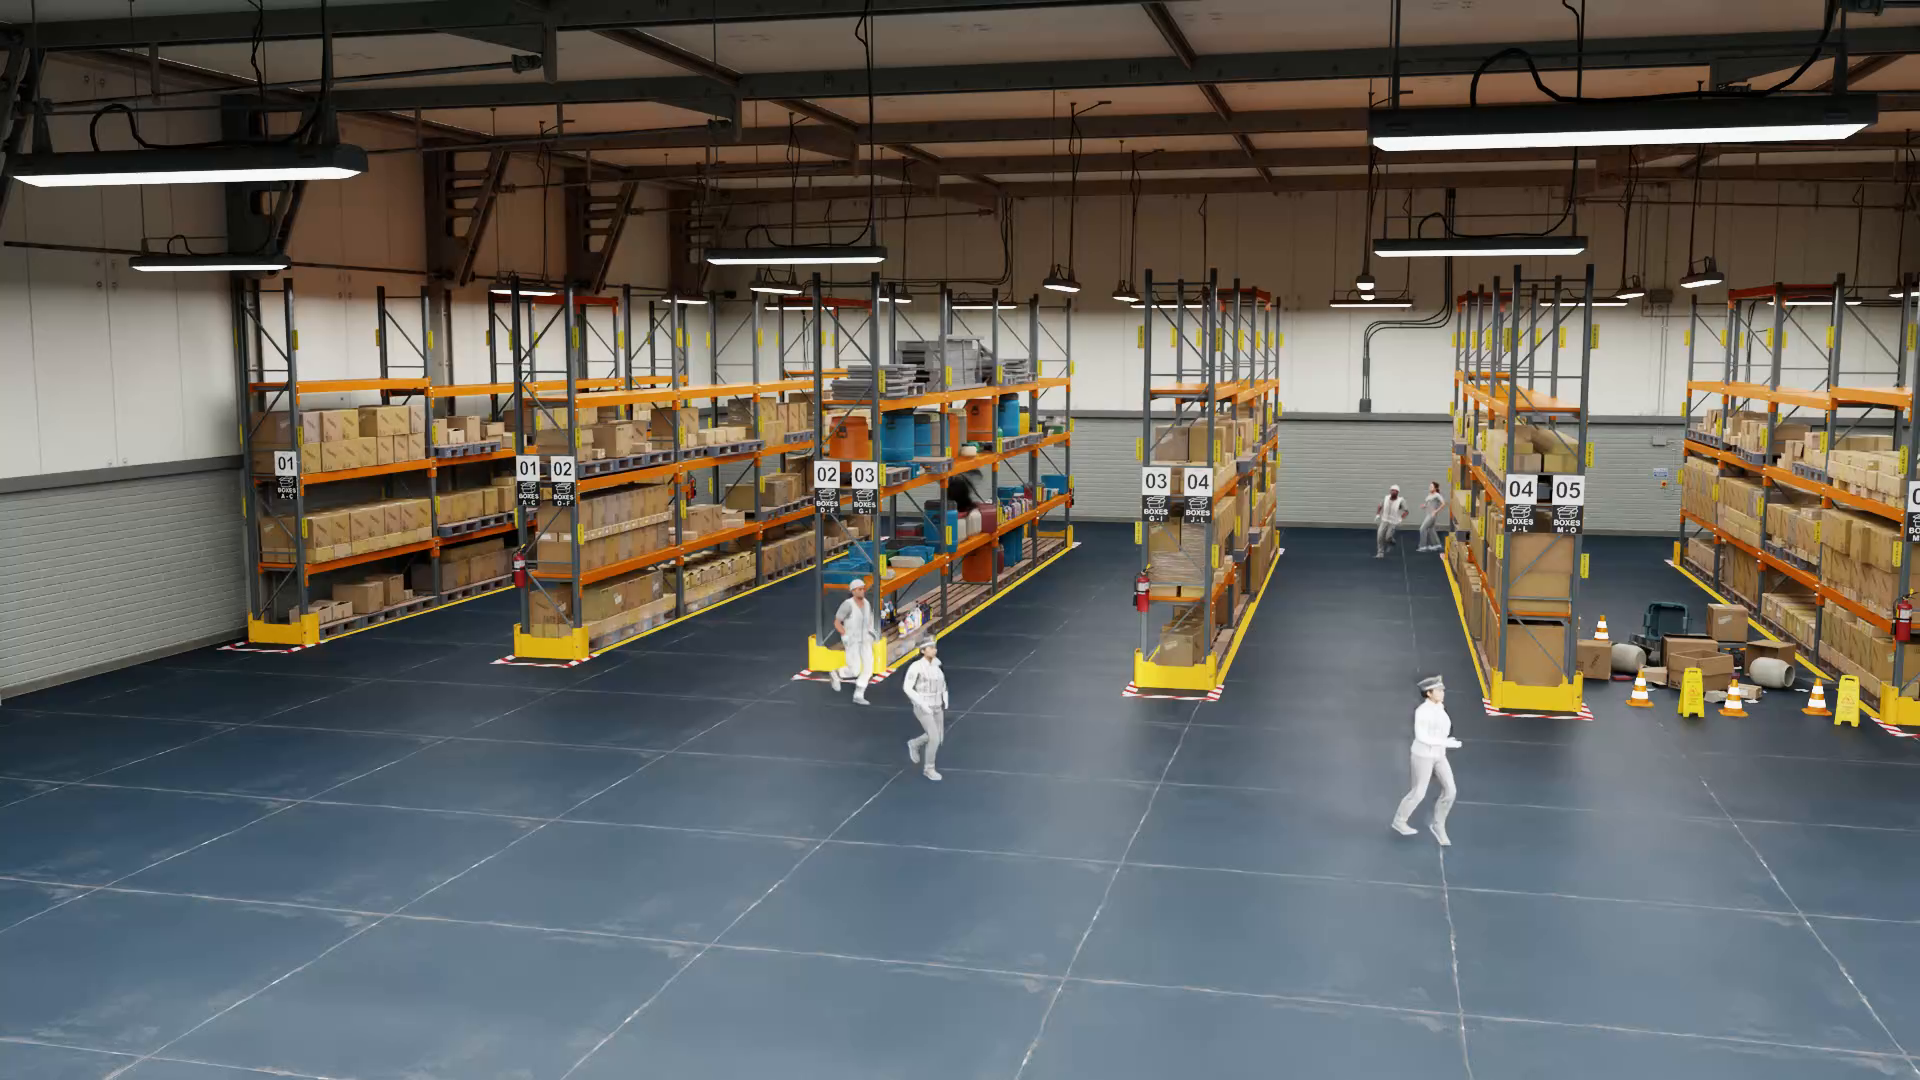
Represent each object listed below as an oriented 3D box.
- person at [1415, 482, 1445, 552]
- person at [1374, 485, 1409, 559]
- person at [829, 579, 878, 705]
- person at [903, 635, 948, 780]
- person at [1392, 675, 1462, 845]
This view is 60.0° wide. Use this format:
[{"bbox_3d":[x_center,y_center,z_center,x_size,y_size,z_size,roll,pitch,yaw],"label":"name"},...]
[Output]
[{"bbox_3d":[11.162,-0.530,39.372,0.661,1.713,0.620,0,7,-4],"label":"person"},{"bbox_3d":[9.909,-0.419,38.165,0.733,1.709,0.570,5,9,38],"label":"person"},{"bbox_3d":[-1.485,1.391,23.030,0.652,1.736,0.714,-7,9,-43],"label":"person"},{"bbox_3d":[-0.409,1.901,19.152,0.586,1.659,0.648,6,9,42],"label":"person"},{"bbox_3d":[4.689,2.203,16.585,0.632,1.764,0.721,-7,10,-45],"label":"person"}]
